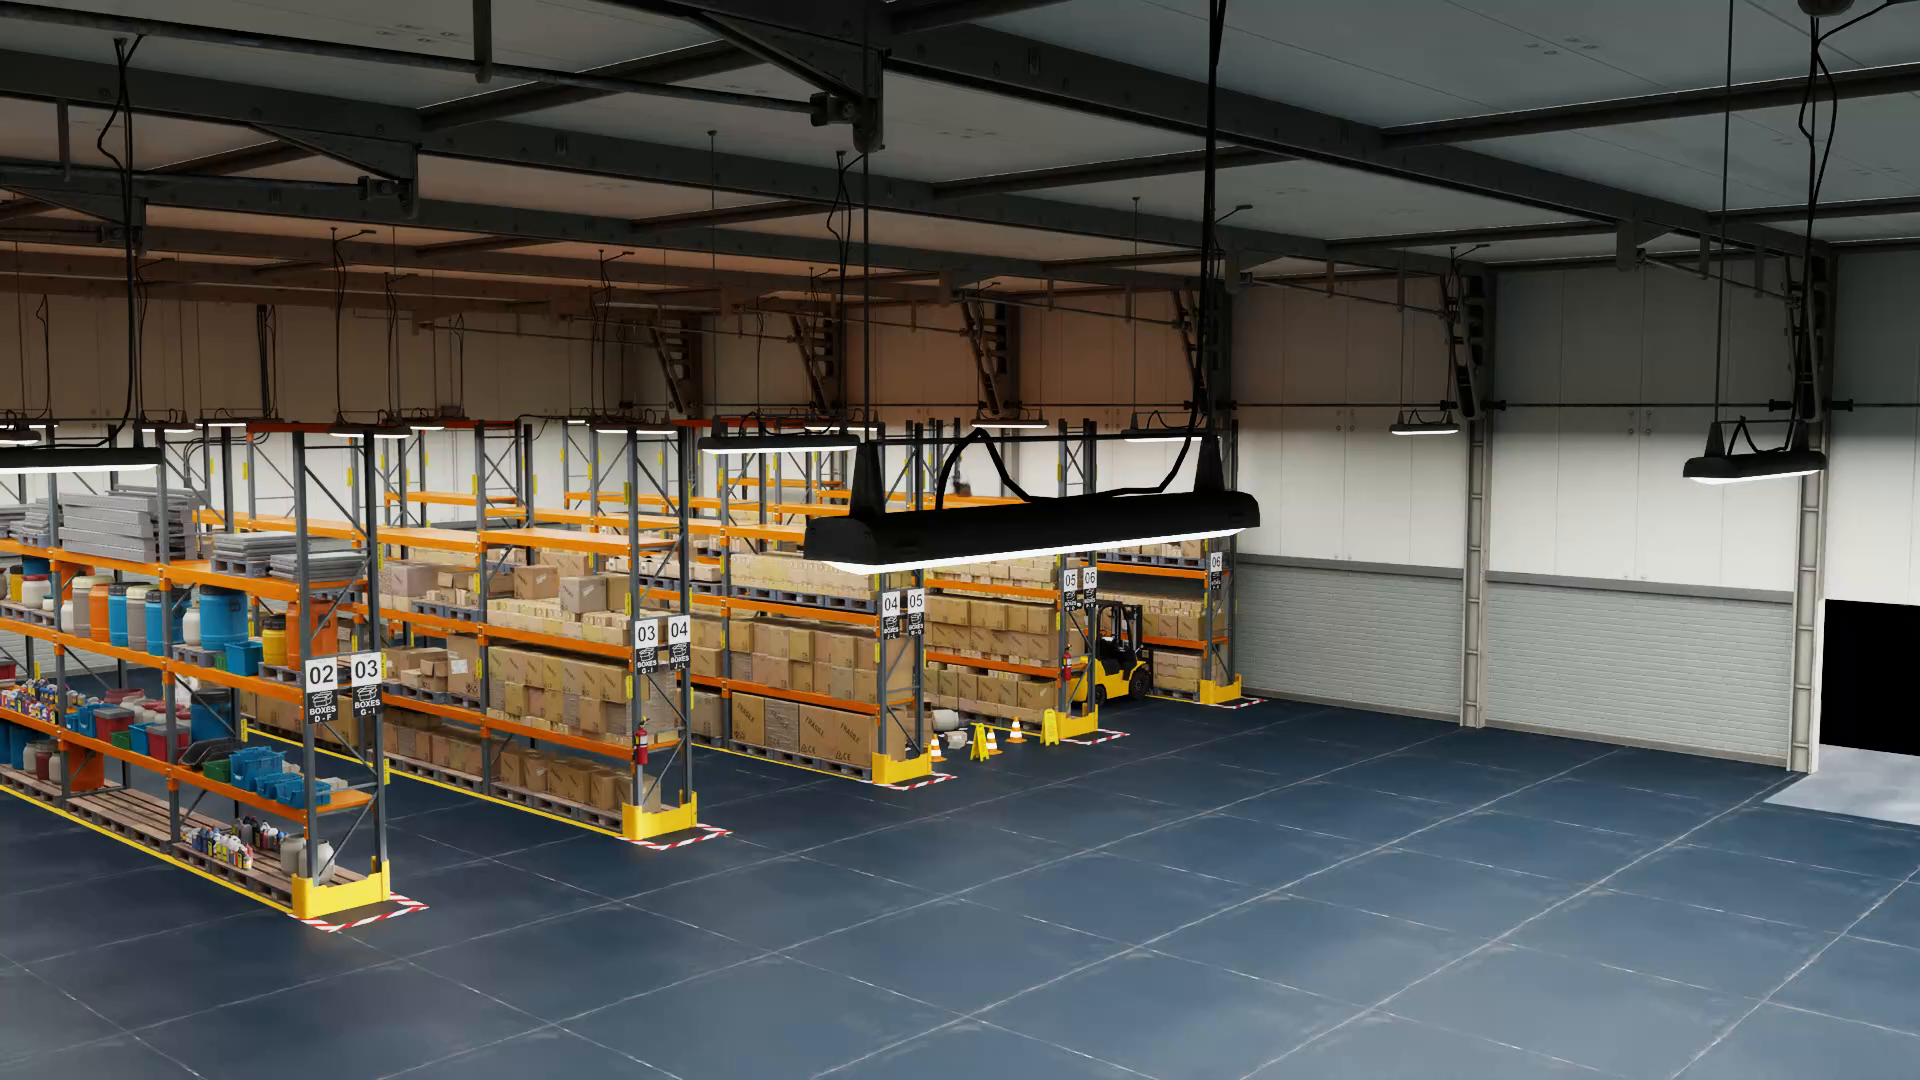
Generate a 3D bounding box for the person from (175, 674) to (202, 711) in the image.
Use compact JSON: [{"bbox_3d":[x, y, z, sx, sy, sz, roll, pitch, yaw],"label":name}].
[{"bbox_3d":[-14.014,3.015,30.131,0.682,1.748,0.661,4,6,37],"label":"person"}]
